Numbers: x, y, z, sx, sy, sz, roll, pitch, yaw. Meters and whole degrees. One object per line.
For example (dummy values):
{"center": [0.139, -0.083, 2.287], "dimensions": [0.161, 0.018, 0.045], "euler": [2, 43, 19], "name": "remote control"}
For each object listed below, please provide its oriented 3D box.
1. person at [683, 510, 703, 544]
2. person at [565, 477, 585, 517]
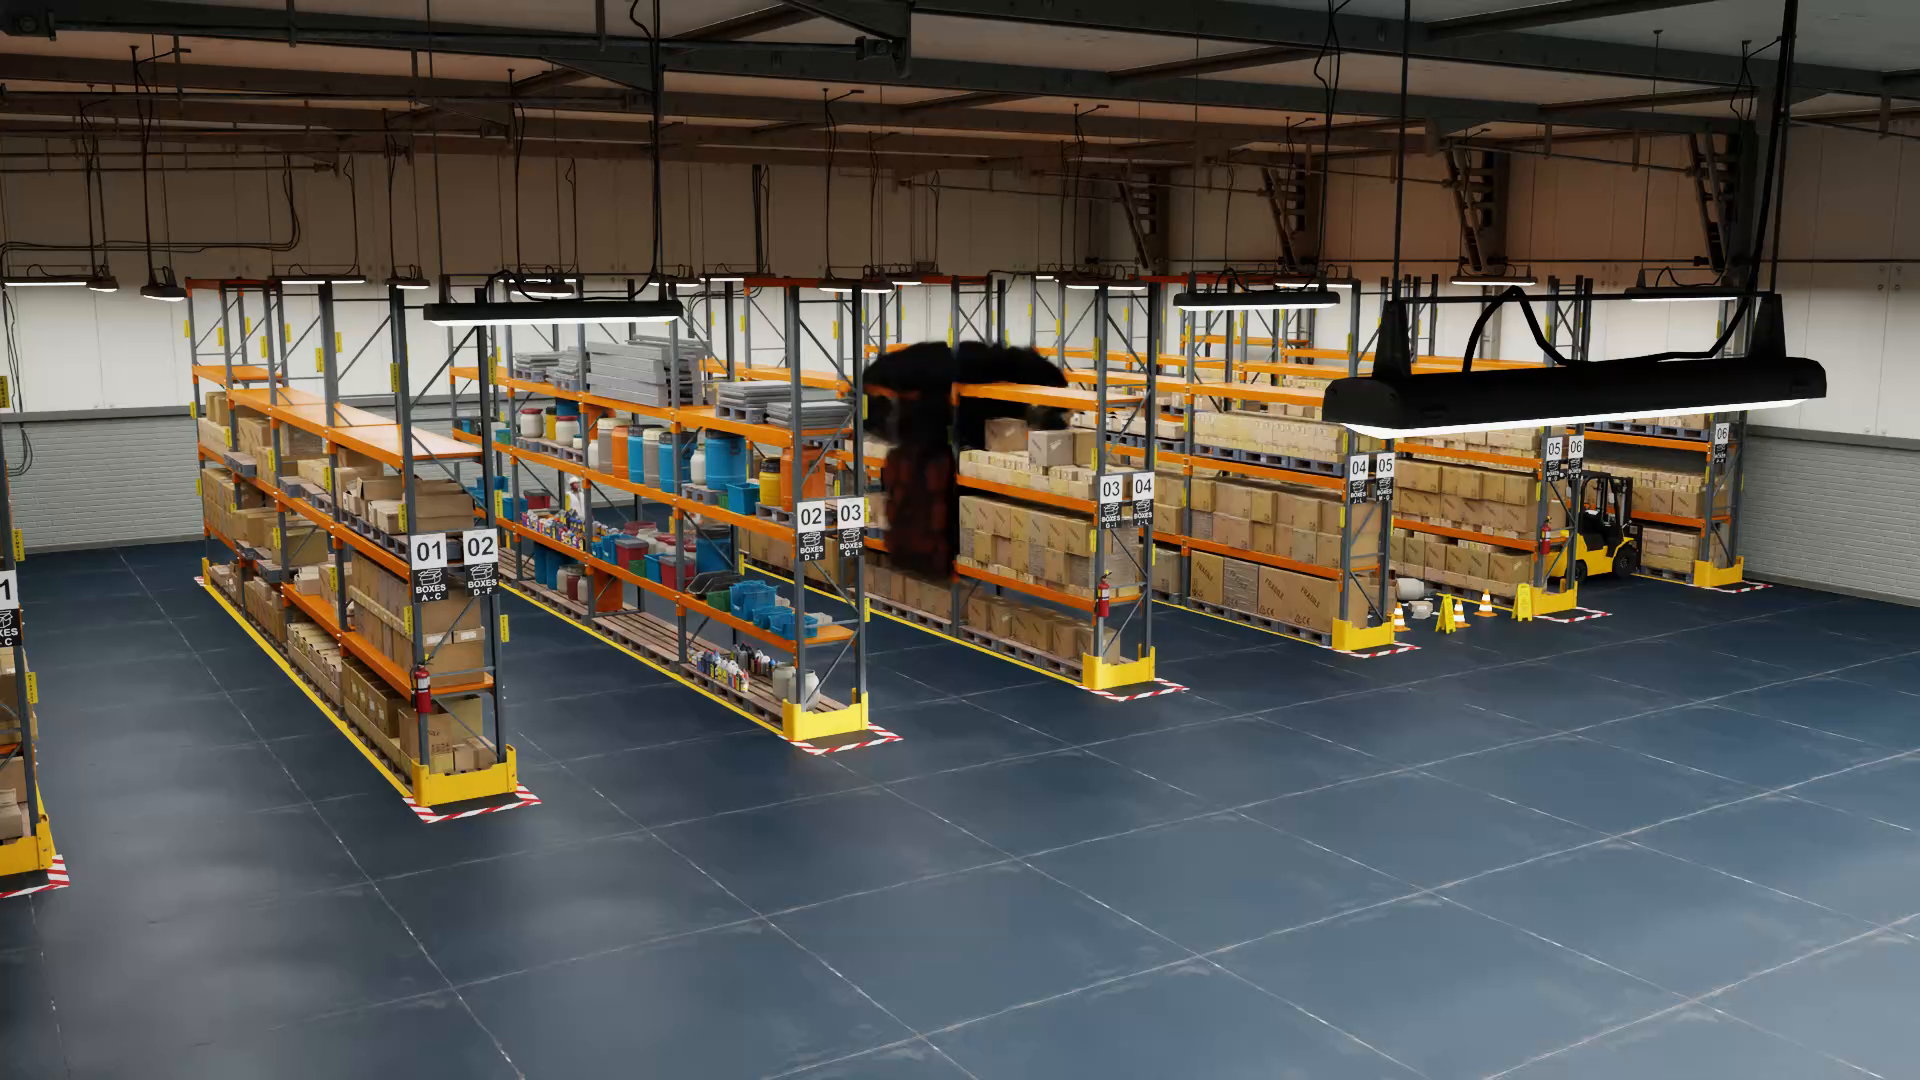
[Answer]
{"center": [-5.076, 0.018, 31.495], "dimensions": [0.554, 1.581, 0.686], "euler": [-6, 11, -32], "name": "person"}
{"center": [-8.300, -0.510, 35.899], "dimensions": [0.678, 1.740, 0.669], "euler": [-9, 13, -42], "name": "person"}
